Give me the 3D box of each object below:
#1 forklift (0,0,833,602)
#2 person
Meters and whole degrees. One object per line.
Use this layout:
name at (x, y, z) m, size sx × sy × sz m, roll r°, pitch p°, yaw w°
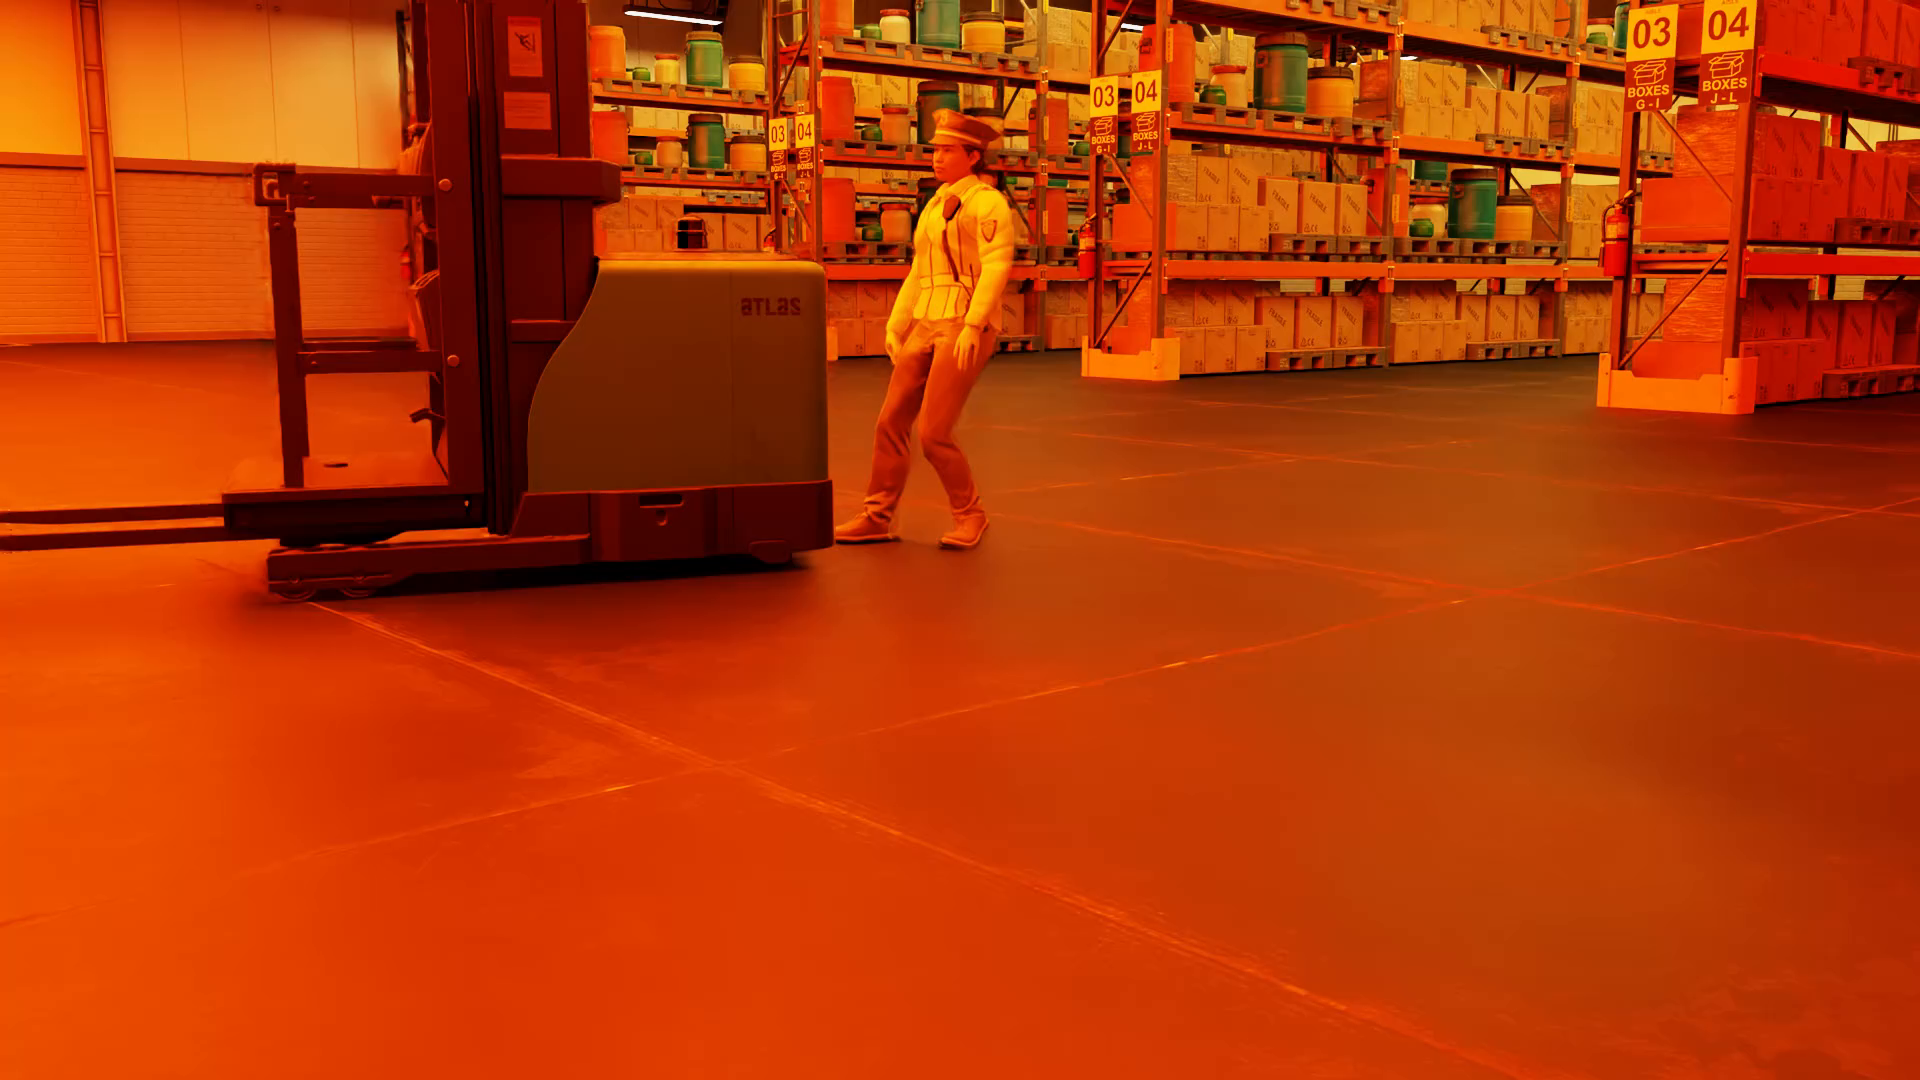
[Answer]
forklift at (-2.025, -1.343, 5.635) m, size 3.031 × 2.935 × 1.130 m, roll -3°, pitch 9°, yaw -20°
person at (-0.139, -0.775, 6.224) m, size 0.602 × 1.636 × 0.639 m, roll -5°, pitch 10°, yaw -31°
